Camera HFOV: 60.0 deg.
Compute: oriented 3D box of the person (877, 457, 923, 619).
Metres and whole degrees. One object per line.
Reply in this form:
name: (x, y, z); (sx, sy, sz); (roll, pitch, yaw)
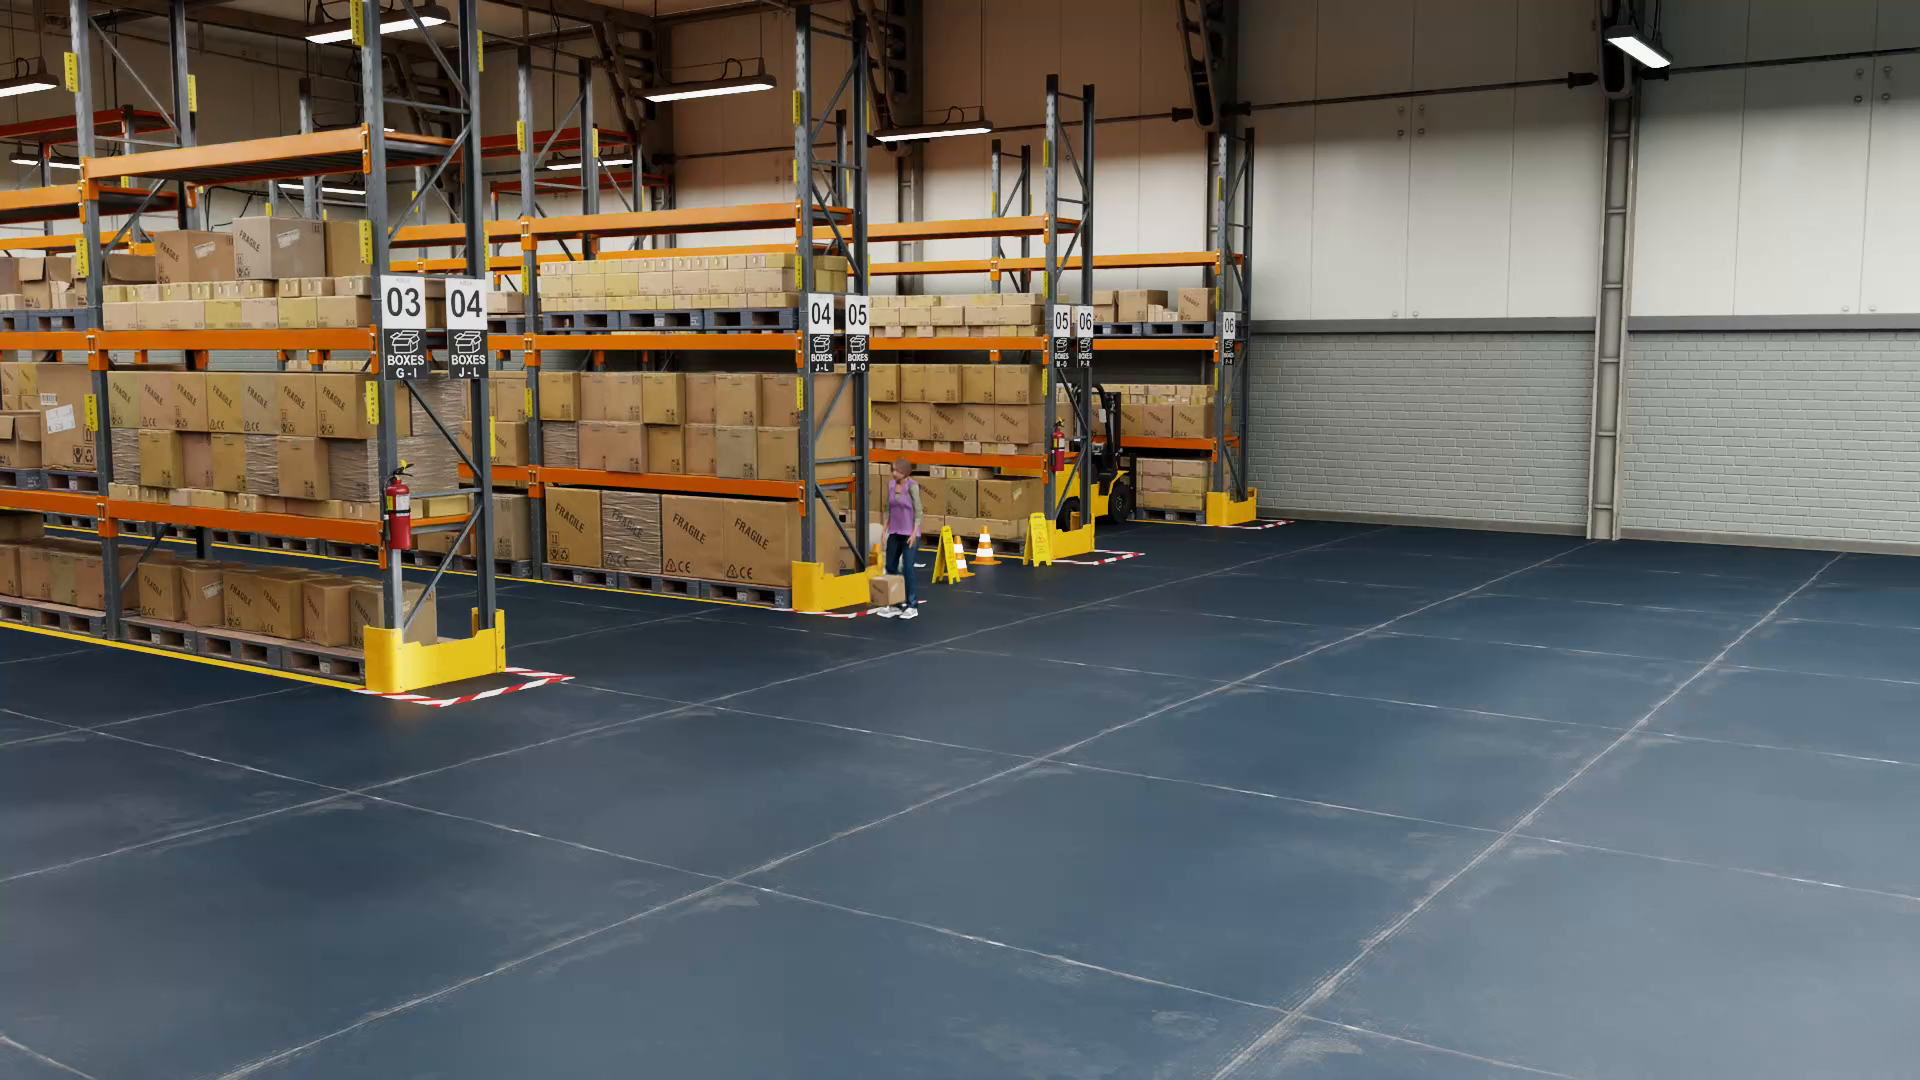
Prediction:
person: (-0.567, -0.031, 16.458); (0.456, 1.596, 0.340); (5, 8, 37)
